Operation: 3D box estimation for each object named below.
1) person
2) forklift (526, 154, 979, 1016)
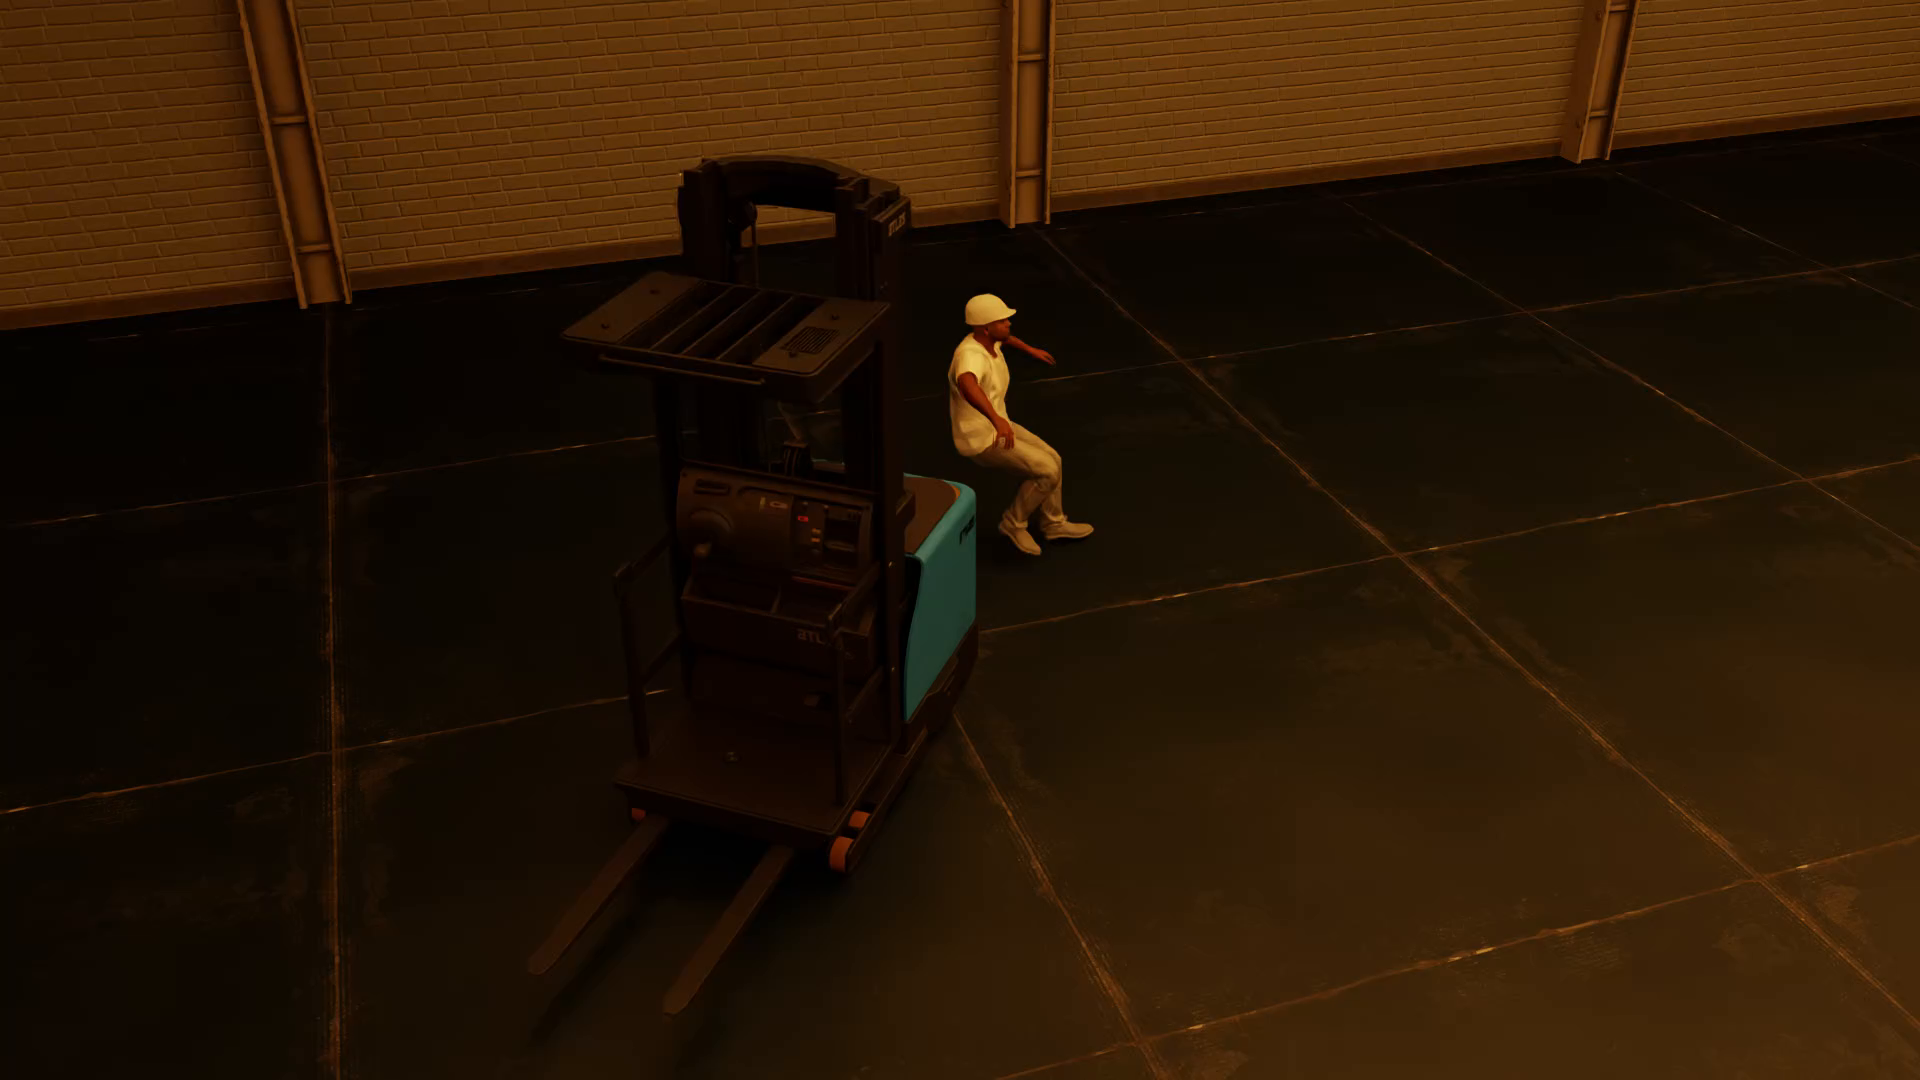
[{"bbox_3d":[0.368,-0.657,9.602,0.851,1.576,1.242,4,30,7],"label":"person"},{"bbox_3d":[-0.889,-0.013,7.109,1.130,2.935,3.031,10,32,17],"label":"forklift"}]
